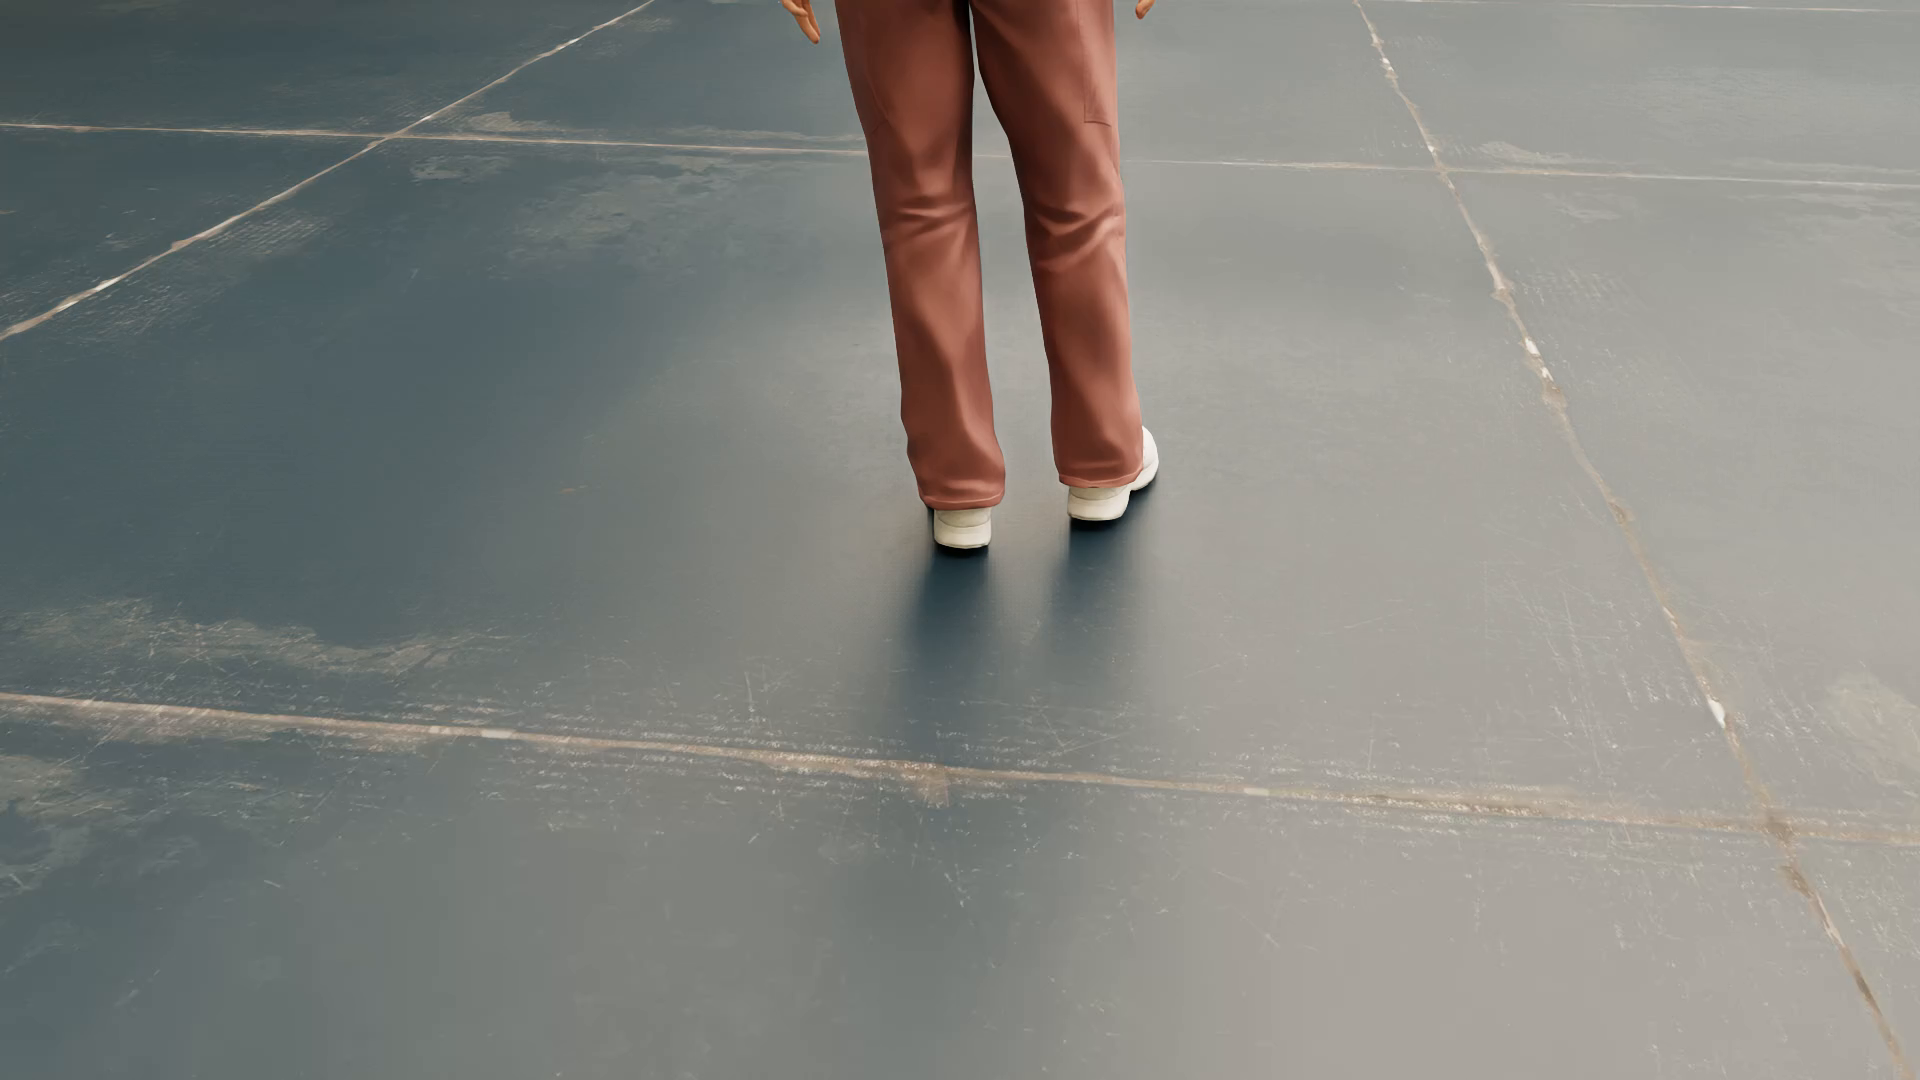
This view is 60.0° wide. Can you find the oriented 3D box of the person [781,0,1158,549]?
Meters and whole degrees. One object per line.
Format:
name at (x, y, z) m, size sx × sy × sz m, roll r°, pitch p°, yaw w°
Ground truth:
person at (0.021, -0.789, 2.187) m, size 0.553 × 1.673 × 0.548 m, roll 3°, pitch 27°, yaw 7°
